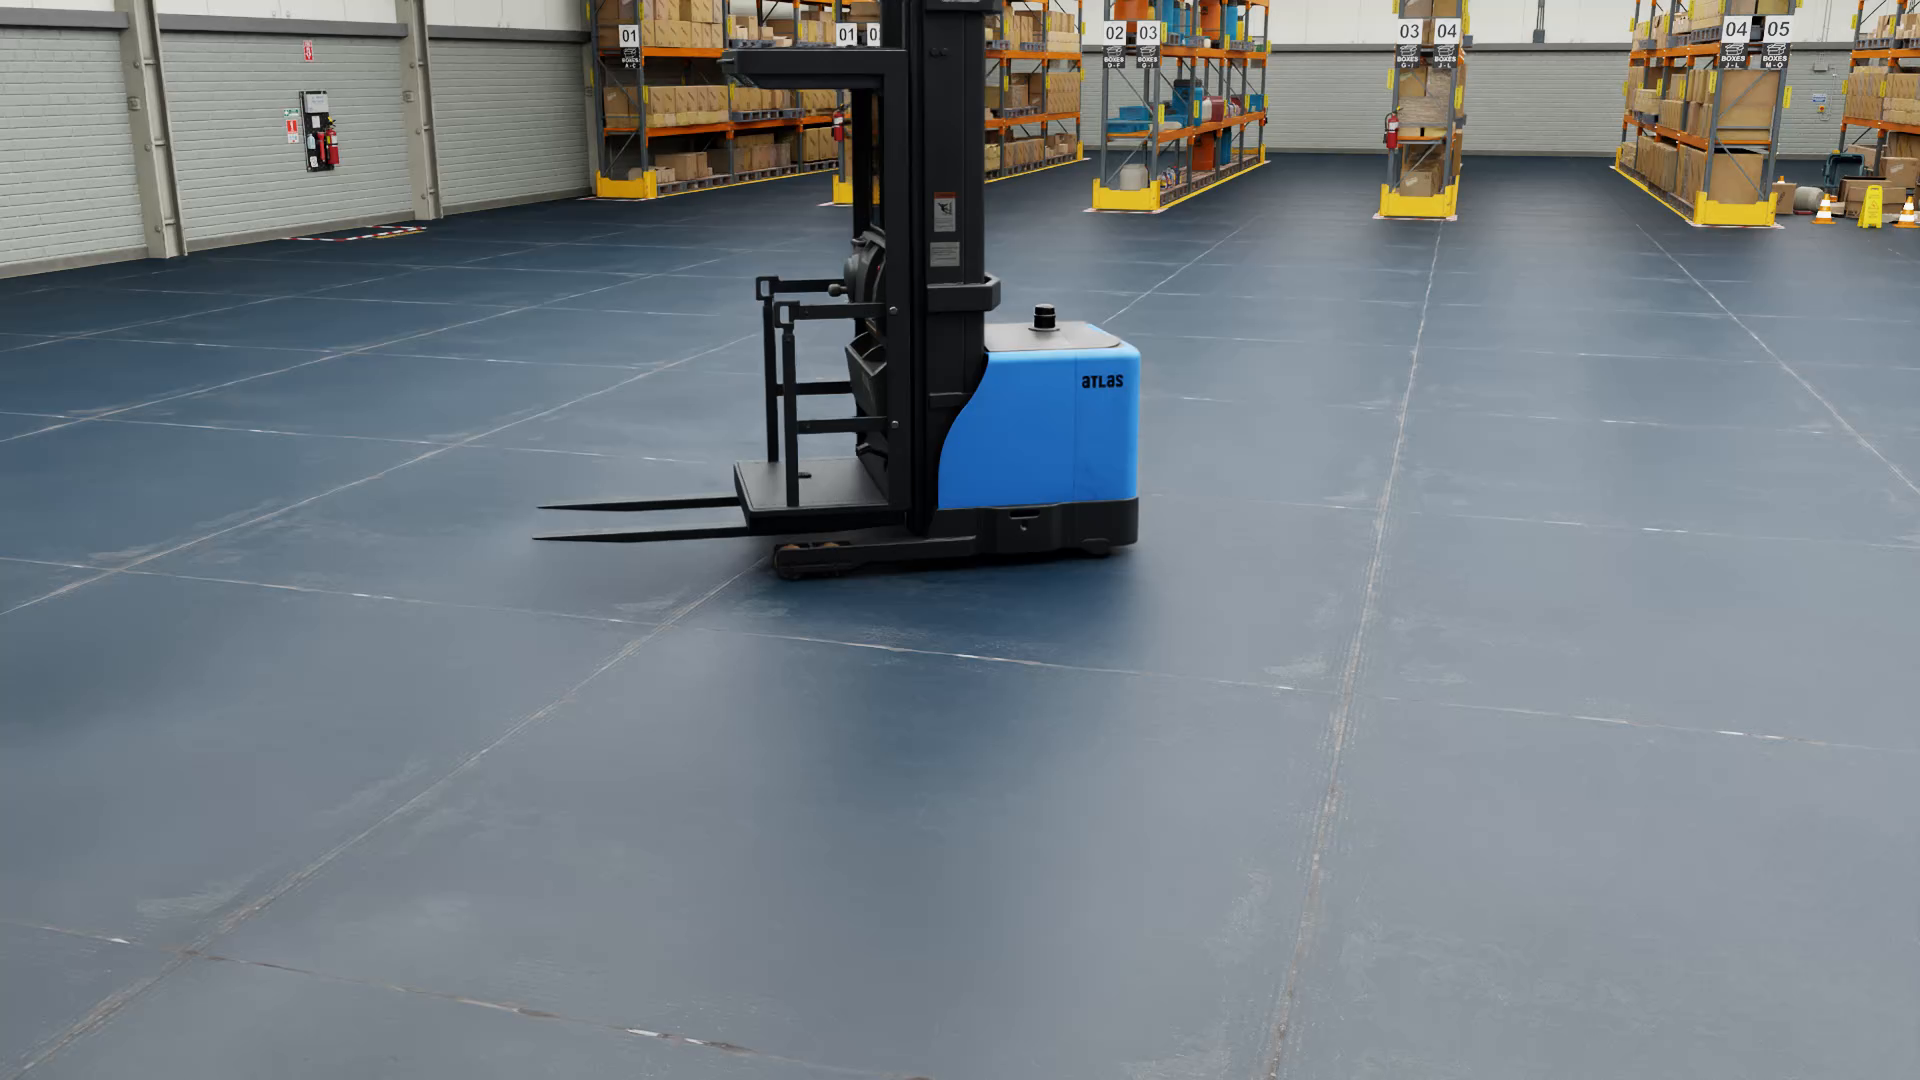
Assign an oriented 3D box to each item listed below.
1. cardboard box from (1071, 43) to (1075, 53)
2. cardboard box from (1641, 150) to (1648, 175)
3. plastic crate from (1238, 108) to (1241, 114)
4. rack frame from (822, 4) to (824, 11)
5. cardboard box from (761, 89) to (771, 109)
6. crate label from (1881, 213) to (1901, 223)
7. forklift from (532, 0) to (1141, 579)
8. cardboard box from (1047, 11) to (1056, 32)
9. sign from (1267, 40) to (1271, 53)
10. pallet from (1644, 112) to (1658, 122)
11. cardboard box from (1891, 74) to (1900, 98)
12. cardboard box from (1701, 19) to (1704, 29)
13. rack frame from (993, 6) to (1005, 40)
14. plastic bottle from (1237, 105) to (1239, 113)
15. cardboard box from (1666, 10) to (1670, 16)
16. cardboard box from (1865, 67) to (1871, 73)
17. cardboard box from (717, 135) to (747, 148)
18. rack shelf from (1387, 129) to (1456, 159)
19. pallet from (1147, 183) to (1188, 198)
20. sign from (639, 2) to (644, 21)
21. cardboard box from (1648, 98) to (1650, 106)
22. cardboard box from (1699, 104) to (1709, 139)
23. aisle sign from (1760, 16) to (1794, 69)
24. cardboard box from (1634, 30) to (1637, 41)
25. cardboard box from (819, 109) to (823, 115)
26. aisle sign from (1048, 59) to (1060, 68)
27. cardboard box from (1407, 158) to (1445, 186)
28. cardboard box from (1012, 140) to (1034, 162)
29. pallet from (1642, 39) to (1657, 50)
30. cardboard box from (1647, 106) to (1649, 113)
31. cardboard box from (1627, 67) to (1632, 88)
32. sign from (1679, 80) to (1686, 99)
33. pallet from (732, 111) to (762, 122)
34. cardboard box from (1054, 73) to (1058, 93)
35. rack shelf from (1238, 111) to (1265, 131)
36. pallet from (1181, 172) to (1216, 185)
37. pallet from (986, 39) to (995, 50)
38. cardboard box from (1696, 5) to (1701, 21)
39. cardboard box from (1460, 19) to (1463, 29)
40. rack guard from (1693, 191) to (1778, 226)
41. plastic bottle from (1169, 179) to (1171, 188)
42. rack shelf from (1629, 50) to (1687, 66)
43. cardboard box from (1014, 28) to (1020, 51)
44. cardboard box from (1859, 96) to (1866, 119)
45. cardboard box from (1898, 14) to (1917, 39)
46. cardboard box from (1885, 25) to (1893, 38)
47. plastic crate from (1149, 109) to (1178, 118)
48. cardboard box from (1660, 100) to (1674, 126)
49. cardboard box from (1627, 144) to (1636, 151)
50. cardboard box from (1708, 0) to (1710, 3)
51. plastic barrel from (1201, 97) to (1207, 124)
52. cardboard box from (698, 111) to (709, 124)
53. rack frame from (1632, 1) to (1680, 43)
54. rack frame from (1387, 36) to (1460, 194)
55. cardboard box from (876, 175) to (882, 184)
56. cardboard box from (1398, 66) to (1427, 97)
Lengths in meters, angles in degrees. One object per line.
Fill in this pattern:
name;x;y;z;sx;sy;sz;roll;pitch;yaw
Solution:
cardboard box;2.741;-12.999;43.939;0.500;0.250;0.500;5;16;16
cardboard box;14.959;-8.106;35.724;0.500;0.500;0.500;4;16;13
plastic crate;6.667;-10.494;40.702;0.396;0.136;0.243;5;16;16
rack frame;-3.101;-14.135;42.174;1.000;3.000;0.127;5;16;16
cardboard box;-4.694;-10.011;37.638;0.700;0.500;0.500;5;16;16
crate label;15.126;-5.232;27.024;0.250;0.136;0.298;-4;16;-13
forklift;-0.654;-1.376;8.308;3.031;2.935;1.130;-3;16;-11
cardboard box;2.029;-13.088;41.964;0.700;0.500;0.500;5;16;16
sign;8.066;-12.882;43.443;0.100;0.325;0.005;5;16;16
pallet;15.260;-9.068;35.655;1.003;0.211;1.213;5;16;16
cardboard box;20.129;-9.629;35.267;0.500;0.500;0.500;5;16;16
cardboard box;12.810;-8.763;28.238;0.380;0.149;0.250;5;16;16
rack frame;0.513;-12.706;37.134;1.000;3.000;0.127;5;16;16
plastic bottle;6.596;-10.293;39.849;0.152;0.276;0.135;5;16;16
cardboard box;14.734;-10.760;34.185;0.396;0.266;0.258;5;16;16
cardboard box;20.937;-10.742;38.001;0.380;0.149;0.250;4;16;15
cardboard box;-5.059;-8.835;36.883;0.500;0.250;0.500;4;16;15
rack shelf;8.305;-7.135;29.805;1.077;0.370;4.000;5;16;16
pallet;3.893;-6.874;32.678;1.003;0.211;1.213;5;16;16
sign;-5.991;-9.931;31.248;0.100;0.325;0.005;5;16;16
cardboard box;14.515;-9.098;34.555;0.380;0.149;0.250;5;17;18
cardboard box;12.660;-6.865;27.260;0.875;0.550;0.550;5;16;16
aisle sign;12.731;-7.755;25.910;0.394;0.787;0.004;5;16;16
cardboard box;16.489;-12.112;39.898;0.500;0.250;0.500;4;16;15
cardboard box;-3.583;-10.498;40.770;0.380;0.149;0.250;5;17;17
aisle sign;2.524;-13.204;45.120;0.394;0.787;0.004;5;16;16
cardboard box;9.068;-7.172;32.393;0.700;0.500;0.500;3;16;12
cardboard box;1.493;-9.464;40.473;0.500;0.500;0.500;5;17;17
pallet;15.304;-10.614;35.599;1.213;0.211;1.003;5;16;16
cardboard box;14.508;-8.950;34.578;0.380;0.149;0.250;5;16;16
cardboard box;16.628;-11.308;40.638;0.500;0.500;0.500;5;16;16
sign;13.077;-8.151;30.094;0.100;0.325;0.005;5;16;16
pallet;-5.018;-9.253;36.305;1.003;0.211;1.213;5;16;16
cardboard box;2.200;-11.632;42.326;0.500;0.500;0.500;4;16;14
rack shelf;6.966;-10.658;42.227;1.077;0.370;4.000;5;16;16
pallet;5.004;-7.893;36.271;1.003;0.211;1.213;5;16;16
pallet;0.091;-10.695;35.886;1.003;0.211;1.213;5;17;18
cardboard box;13.050;-9.119;28.761;0.500;0.250;0.500;4;16;15
cardboard box;8.203;-8.635;27.822;0.380;0.149;0.250;5;17;17
rack guard;12.456;-5.338;26.731;1.175;0.500;0.348;5;16;16
plastic bottle;3.956;-6.799;31.624;0.097;0.201;0.097;0;16;0
rack shelf;16.442;-11.306;39.015;1.077;0.370;4.000;5;16;16
cardboard box;0.897;-11.697;38.891;0.910;0.500;0.500;5;16;16
cardboard box;20.968;-9.921;38.127;0.500;0.500;0.500;5;17;18
cardboard box;20.119;-10.814;35.007;0.500;0.500;0.500;4;16;15
cardboard box;20.523;-11.149;36.436;0.396;0.266;0.258;5;17;18
plastic crate;3.854;-8.231;32.466;0.767;0.338;0.504;5;16;16
cardboard box;14.208;-8.458;32.968;0.500;0.500;0.500;4;16;15
cardboard box;16.180;-9.392;39.811;0.380;0.149;0.250;5;17;17
cardboard box;12.667;-9.016;27.668;0.380;0.149;0.250;5;17;16
plastic barrel;4.938;-8.992;34.785;0.433;0.535;0.433;0;16;0
cardboard box;-5.496;-8.684;34.186;0.500;0.250;0.500;5;16;16
rack frame;17.010;-13.619;40.352;1.000;3.000;0.127;5;16;16
rack frame;7.736;-6.957;27.862;1.000;3.000;0.127;5;16;16
cardboard box;-1.395;-6.729;31.325;0.500;0.250;0.500;5;16;16
cardboard box;7.656;-7.793;28.246;0.500;0.500;0.500;5;16;16
